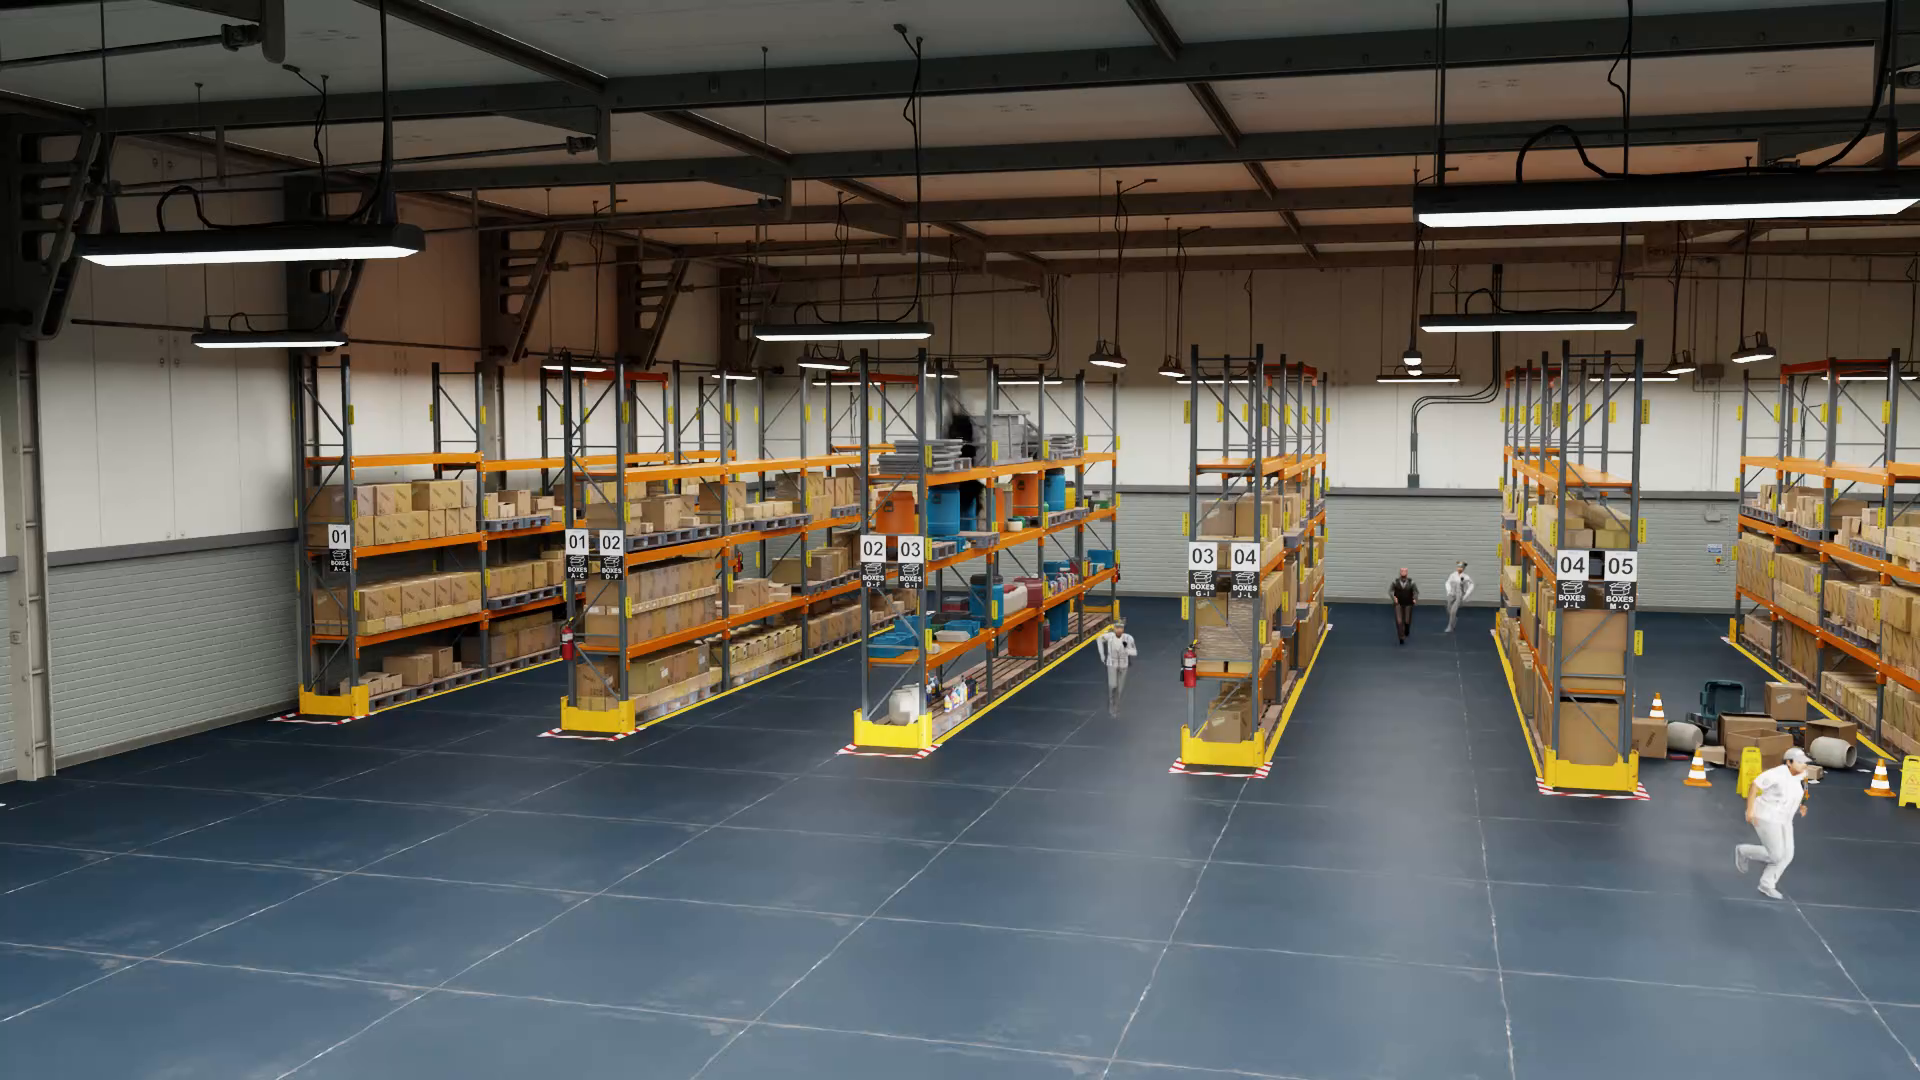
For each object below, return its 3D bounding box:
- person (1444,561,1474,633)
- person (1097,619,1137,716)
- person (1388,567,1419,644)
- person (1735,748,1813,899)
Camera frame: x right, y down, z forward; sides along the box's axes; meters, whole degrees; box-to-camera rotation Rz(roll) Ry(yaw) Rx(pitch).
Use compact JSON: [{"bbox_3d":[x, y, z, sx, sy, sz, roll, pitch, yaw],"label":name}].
[{"bbox_3d":[11.537,1.302,38.410,0.659,1.651,0.658,3,5,37],"label":"person"},{"bbox_3d":[2.482,2.021,26.282,0.598,1.603,0.805,0,4,-1],"label":"person"},{"bbox_3d":[9.734,1.436,36.524,0.661,1.682,0.585,1,4,15],"label":"person"},{"bbox_3d":[8.502,2.934,17.365,0.599,1.599,0.767,-3,5,-32],"label":"person"}]
